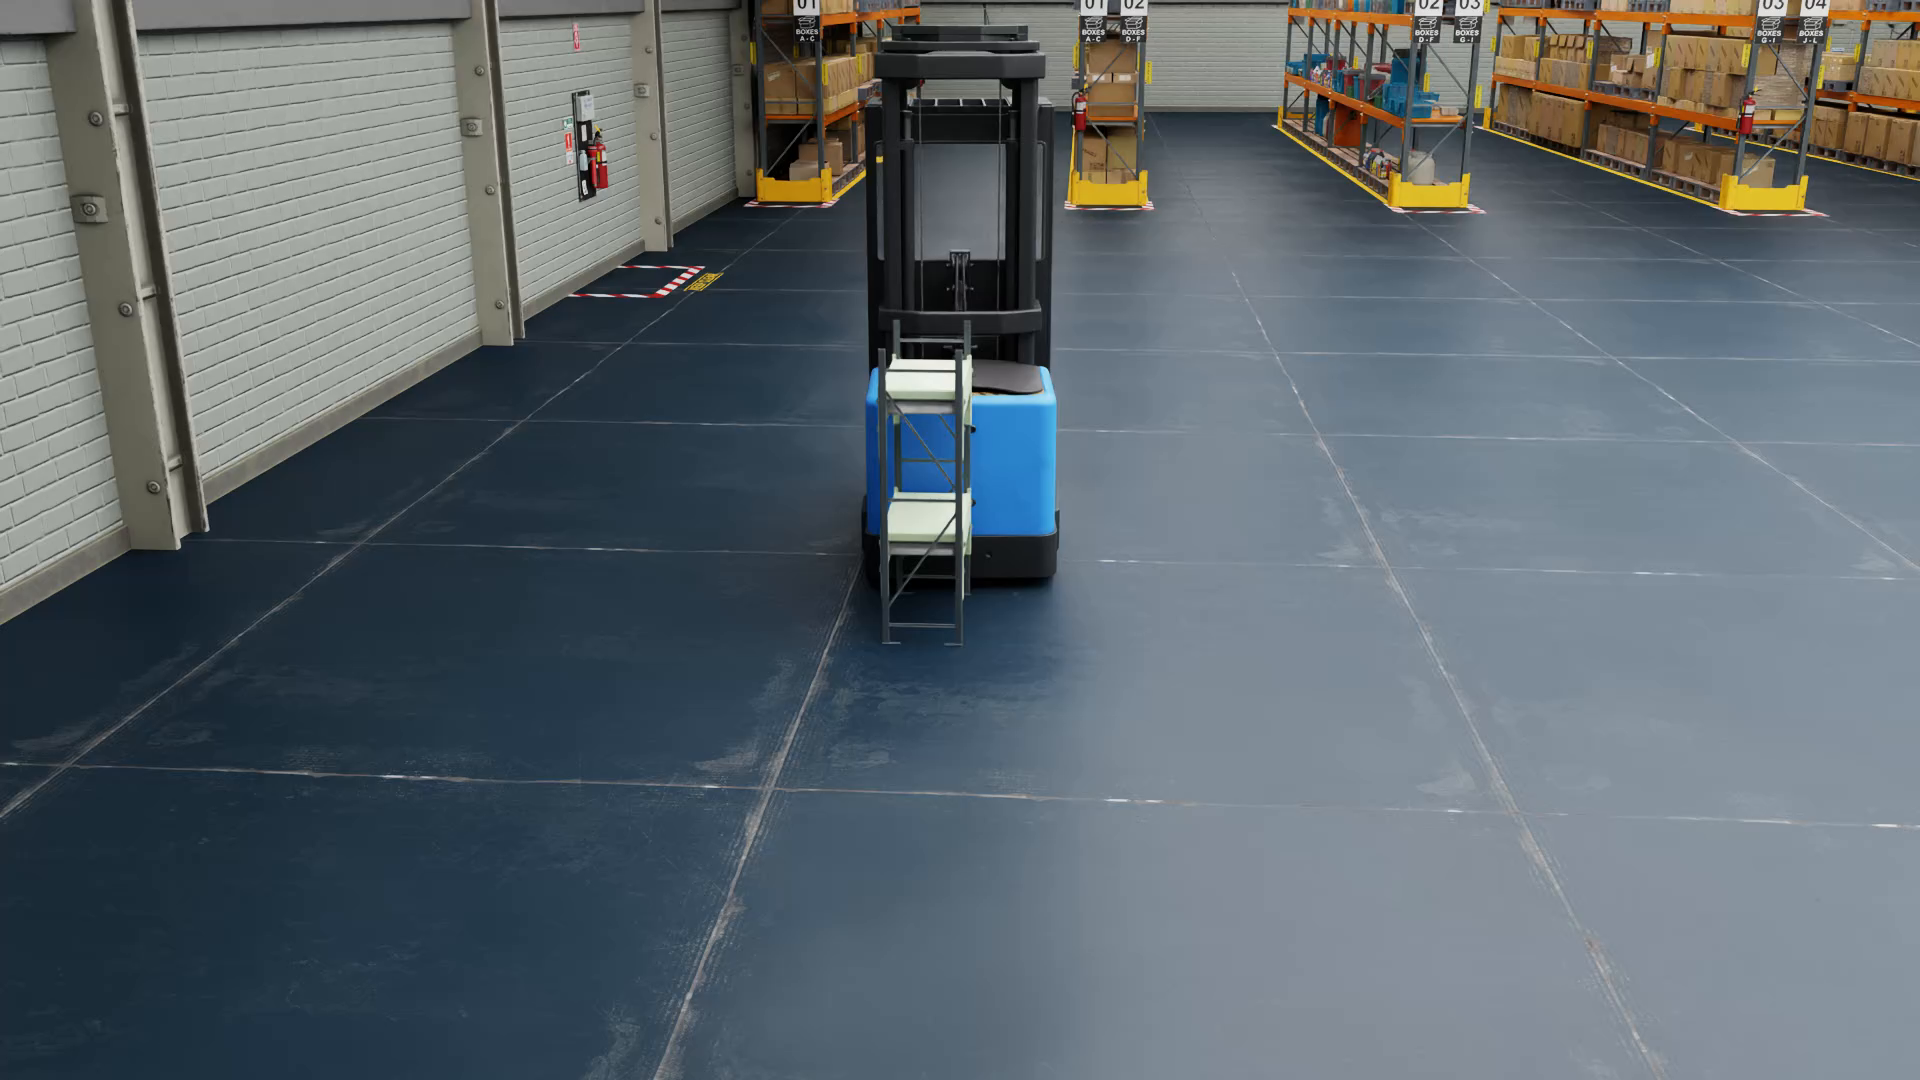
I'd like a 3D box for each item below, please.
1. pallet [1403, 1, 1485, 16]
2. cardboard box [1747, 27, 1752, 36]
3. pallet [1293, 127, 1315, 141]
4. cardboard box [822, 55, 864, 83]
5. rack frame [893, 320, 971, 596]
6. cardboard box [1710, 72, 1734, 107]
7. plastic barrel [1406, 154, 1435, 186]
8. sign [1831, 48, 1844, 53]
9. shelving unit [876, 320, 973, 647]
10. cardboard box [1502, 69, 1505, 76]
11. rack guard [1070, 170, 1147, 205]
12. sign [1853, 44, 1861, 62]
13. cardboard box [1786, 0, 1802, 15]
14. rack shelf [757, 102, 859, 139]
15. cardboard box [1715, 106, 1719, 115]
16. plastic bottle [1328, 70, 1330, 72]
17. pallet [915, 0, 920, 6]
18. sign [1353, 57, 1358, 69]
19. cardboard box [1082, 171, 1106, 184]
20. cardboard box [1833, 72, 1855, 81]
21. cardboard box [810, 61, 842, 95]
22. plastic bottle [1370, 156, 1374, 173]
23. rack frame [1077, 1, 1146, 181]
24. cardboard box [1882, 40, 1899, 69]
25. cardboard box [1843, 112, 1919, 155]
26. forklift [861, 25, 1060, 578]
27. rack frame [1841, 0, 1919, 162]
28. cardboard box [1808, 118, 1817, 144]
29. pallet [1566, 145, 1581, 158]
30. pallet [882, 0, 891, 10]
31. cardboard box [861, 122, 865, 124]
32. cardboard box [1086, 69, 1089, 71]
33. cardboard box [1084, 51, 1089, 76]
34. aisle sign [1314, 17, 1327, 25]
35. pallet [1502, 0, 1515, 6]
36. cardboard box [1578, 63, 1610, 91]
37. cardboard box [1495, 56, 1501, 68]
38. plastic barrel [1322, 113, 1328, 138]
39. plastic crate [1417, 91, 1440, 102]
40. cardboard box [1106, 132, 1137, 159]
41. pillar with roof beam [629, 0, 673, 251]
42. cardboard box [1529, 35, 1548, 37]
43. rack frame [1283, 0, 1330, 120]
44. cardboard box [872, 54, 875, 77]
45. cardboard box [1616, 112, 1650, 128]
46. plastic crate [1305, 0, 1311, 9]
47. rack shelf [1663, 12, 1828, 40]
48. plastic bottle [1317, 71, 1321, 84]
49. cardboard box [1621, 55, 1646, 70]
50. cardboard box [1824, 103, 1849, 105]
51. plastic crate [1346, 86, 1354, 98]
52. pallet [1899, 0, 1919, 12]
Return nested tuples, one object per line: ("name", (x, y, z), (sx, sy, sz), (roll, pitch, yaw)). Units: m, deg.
("pallet", (7.410, -8.155, 25.478), (1.003, 0.211, 1.213), (1, 18, 4))
("cardboard box", (17.840, -11.174, 36.963), (0.500, 0.500, 0.500), (2, 18, 5))
("pallet", (8.128, -9.195, 37.647), (1.003, 0.211, 1.213), (1, 18, 4))
("cardboard box", (-2.208, -8.820, 31.156), (0.700, 0.500, 0.500), (4, 19, 11))
("rack frame", (-0.145, -0.415, 8.781), (0.400, 1.500, 0.023), (1, 18, 3))
("cardboard box", (12.177, -6.971, 25.741), (0.875, 0.500, 0.500), (1, 18, 4))
("plastic barrel", (7.224, -5.788, 26.090), (0.421, 0.512, 0.421), (0, 18, 0))
("sign", (23.562, -13.102, 44.657), (0.327, 0.218, 0.001), (1, 18, 4))
("shelving unit", (-0.167, -0.301, 8.434), (0.431, 1.500, 0.755), (1, 18, 3))
("cardboard box", (12.934, -10.960, 38.959), (0.380, 0.149, 0.250), (1, 18, 3))
("rack guard", (2.312, -5.481, 25.846), (1.175, 0.500, 0.348), (1, 18, 4))
("sign", (17.165, -9.318, 31.810), (0.100, 0.325, 0.005), (1, 18, 4))
("cardboard box", (12.486, -7.952, 24.797), (0.500, 0.250, 0.500), (2, 18, 6))
("rack shelf", (-2.485, -7.065, 27.821), (1.077, 0.370, 4.000), (1, 18, 4))
("cardboard box", (12.086, -6.738, 26.072), (0.380, 0.149, 0.250), (1, 18, 4))
("plastic bottle", (7.786, -9.806, 35.231), (0.152, 0.276, 0.135), (1, 18, 4))
("pallet", (-1.524, -12.907, 39.822), (1.003, 0.211, 1.213), (1, 18, 4))
("sign", (8.662, -10.410, 36.430), (0.100, 0.325, 0.005), (1, 18, 4))
("cardboard box", (2.057, -5.742, 26.371), (0.500, 0.250, 0.500), (1, 18, 4))
("cardboard box", (17.284, -9.040, 32.423), (0.380, 0.149, 0.250), (2, 18, 5))
("cardboard box", (-2.205, -7.535, 27.106), (0.500, 0.500, 0.500), (1, 18, 2))
("plastic bottle", (7.002, -6.374, 28.215), (0.061, 0.283, 0.133), (2, 18, 6))
("rack frame", (2.313, -6.676, 25.480), (1.000, 3.000, 0.127), (1, 18, 4))
("cardboard box", (17.630, -9.022, 30.875), (0.700, 0.500, 0.500), (1, 18, 3))
("cardboard box", (17.574, -7.740, 31.664), (1.050, 0.750, 0.750), (1, 18, 3))
("forklift", (-0.005, -1.589, 10.065), (1.130, 2.935, 3.031), (0, 18, 0))
("rack frame", (17.707, -8.796, 31.950), (1.000, 3.000, 0.127), (1, 18, 4))
("cardboard box", (17.556, -8.344, 33.910), (0.500, 0.500, 0.500), (0, 18, 1))
("pallet", (12.899, -7.856, 33.560), (1.003, 0.211, 1.213), (1, 18, 4))
("pallet", (-2.061, -10.807, 33.573), (1.213, 0.211, 1.003), (2, 18, 6))
("cardboard box", (-2.207, -7.909, 32.551), (0.700, 0.500, 0.500), (1, 18, 4))
("cardboard box", (2.242, -7.557, 26.966), (0.380, 0.149, 0.250), (2, 18, 5))
("cardboard box", (2.819, -9.606, 33.586), (0.700, 0.500, 0.500), (-5, 19, -15))
("aisle sign", (8.698, -12.785, 39.948), (0.394, 0.787, 0.004), (1, 18, 4))
("pallet", (13.298, -12.576, 38.810), (1.003, 0.211, 1.213), (1, 18, 4))
("cardboard box", (12.555, -9.145, 32.853), (0.500, 0.500, 0.500), (2, 18, 6))
("cardboard box", (13.037, -11.350, 39.507), (0.500, 0.250, 0.500), (1, 18, 2))
("plastic barrel", (7.877, -8.747, 35.120), (0.421, 0.512, 0.421), (0, 18, 0))
("plastic crate", (7.732, -7.386, 27.886), (0.499, 0.251, 0.616), (1, 18, 4))
("cardboard box", (2.630, -6.398, 27.168), (0.500, 0.500, 0.500), (1, 18, 4))
("pillar with roof beam", (0.423, -7.913, 19.622), (9.100, 9.000, 0.400), (1, 18, 4))
("cardboard box", (13.568, -11.692, 39.347), (0.500, 0.500, 0.500), (2, 18, 5))
("rack frame", (8.401, -11.533, 40.304), (1.000, 3.000, 0.127), (1, 18, 4))
("cardboard box", (-1.764, -9.613, 33.774), (0.500, 0.500, 0.500), (2, 18, 6))
("cardboard box", (12.721, -7.942, 31.447), (0.500, 0.250, 0.500), (3, 18, 10))
("plastic crate", (7.843, -11.754, 36.501), (0.450, 0.188, 0.662), (1, 18, 4))
("rack shelf", (12.337, -8.158, 26.342), (1.077, 0.370, 4.000), (1, 18, 4))
("plastic bottle", (7.618, -9.737, 35.022), (0.152, 0.276, 0.135), (1, 18, 4))
("cardboard box", (12.828, -8.841, 31.253), (0.700, 0.500, 0.500), (4, 19, 12))
("cardboard box", (18.119, -8.846, 34.237), (0.500, 0.250, 0.500), (0, 18, 1))
("plastic crate", (7.384, -8.253, 30.633), (0.450, 0.188, 0.662), (1, 18, 4))
("pallet", (17.637, -9.583, 29.839), (1.003, 0.211, 1.213), (2, 18, 6))
